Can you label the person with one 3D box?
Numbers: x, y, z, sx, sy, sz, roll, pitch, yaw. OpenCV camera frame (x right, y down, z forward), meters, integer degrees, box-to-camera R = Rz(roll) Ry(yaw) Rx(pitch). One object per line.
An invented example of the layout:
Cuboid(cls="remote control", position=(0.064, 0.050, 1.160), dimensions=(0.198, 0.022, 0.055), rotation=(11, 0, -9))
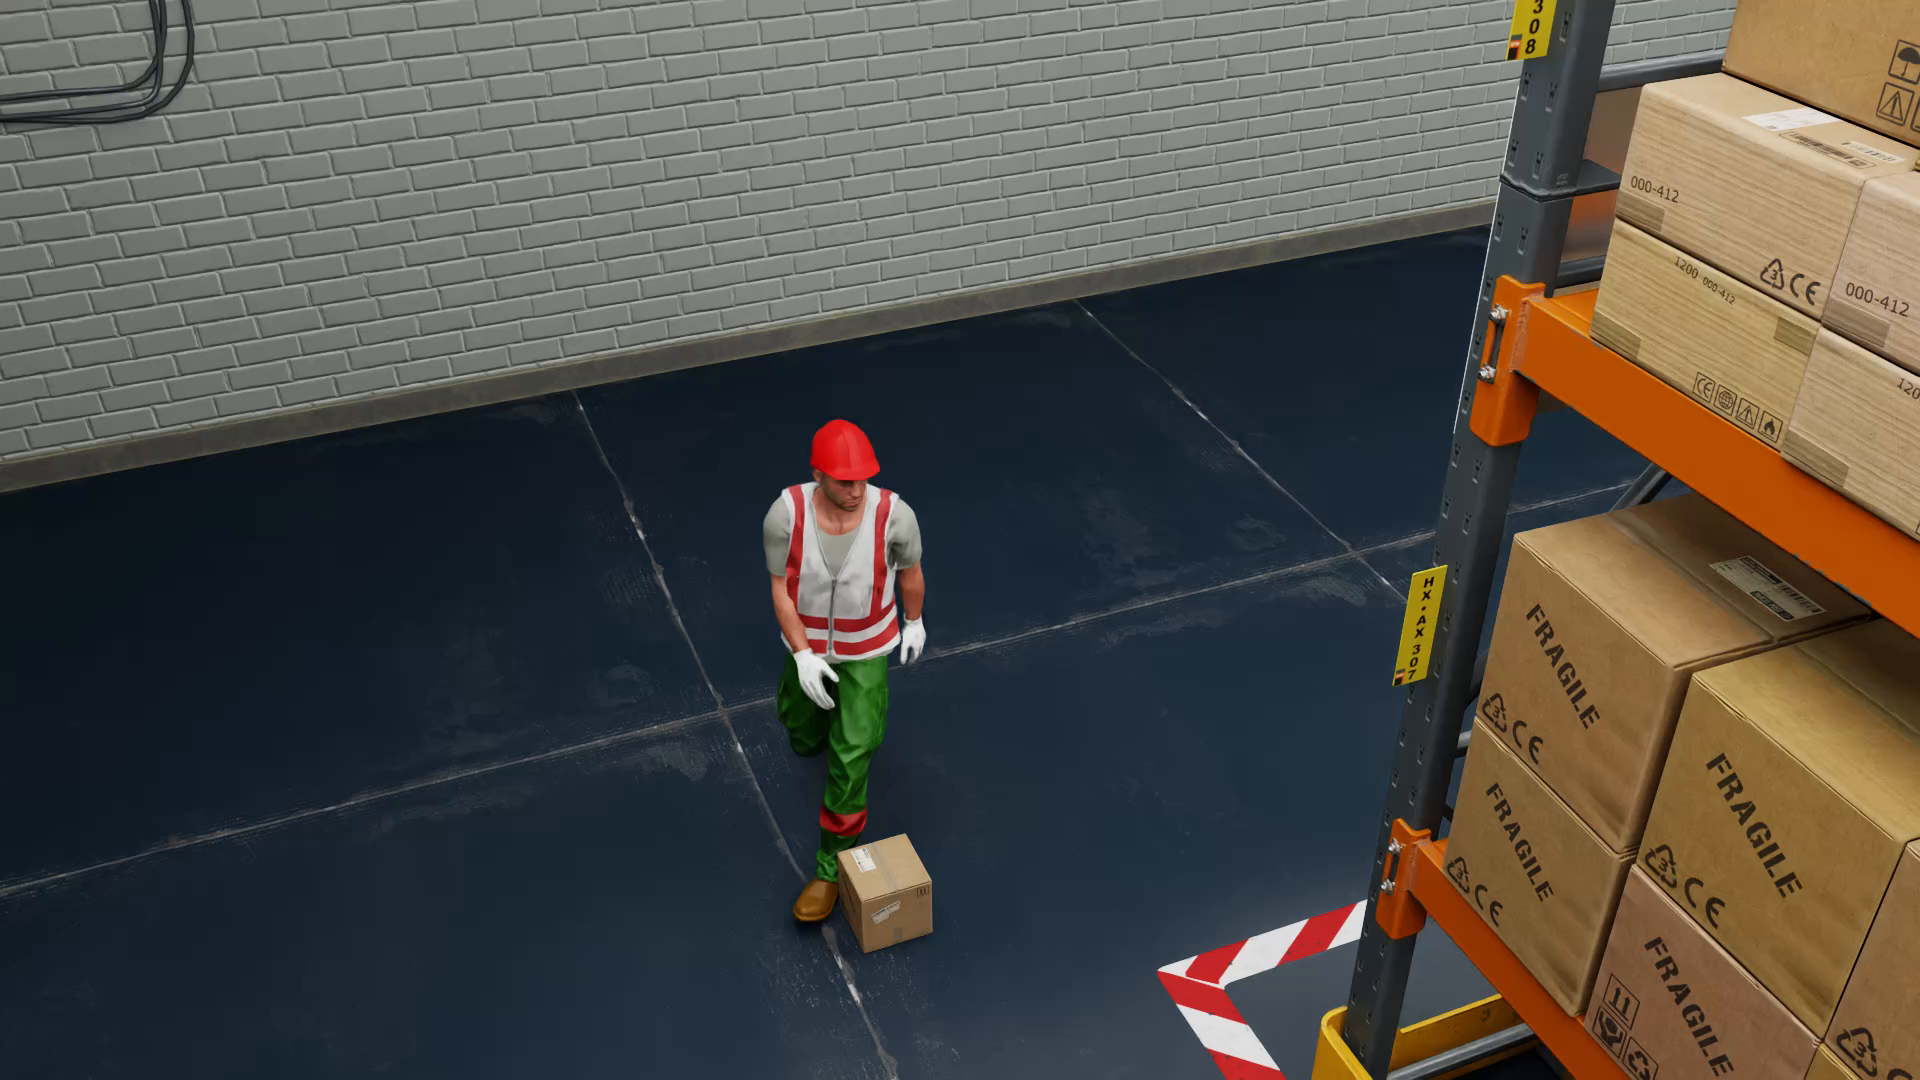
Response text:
Cuboid(cls="person", position=(-0.403, 0.324, 5.675), dimensions=(0.507, 1.634, 0.868), rotation=(5, 33, 7))
